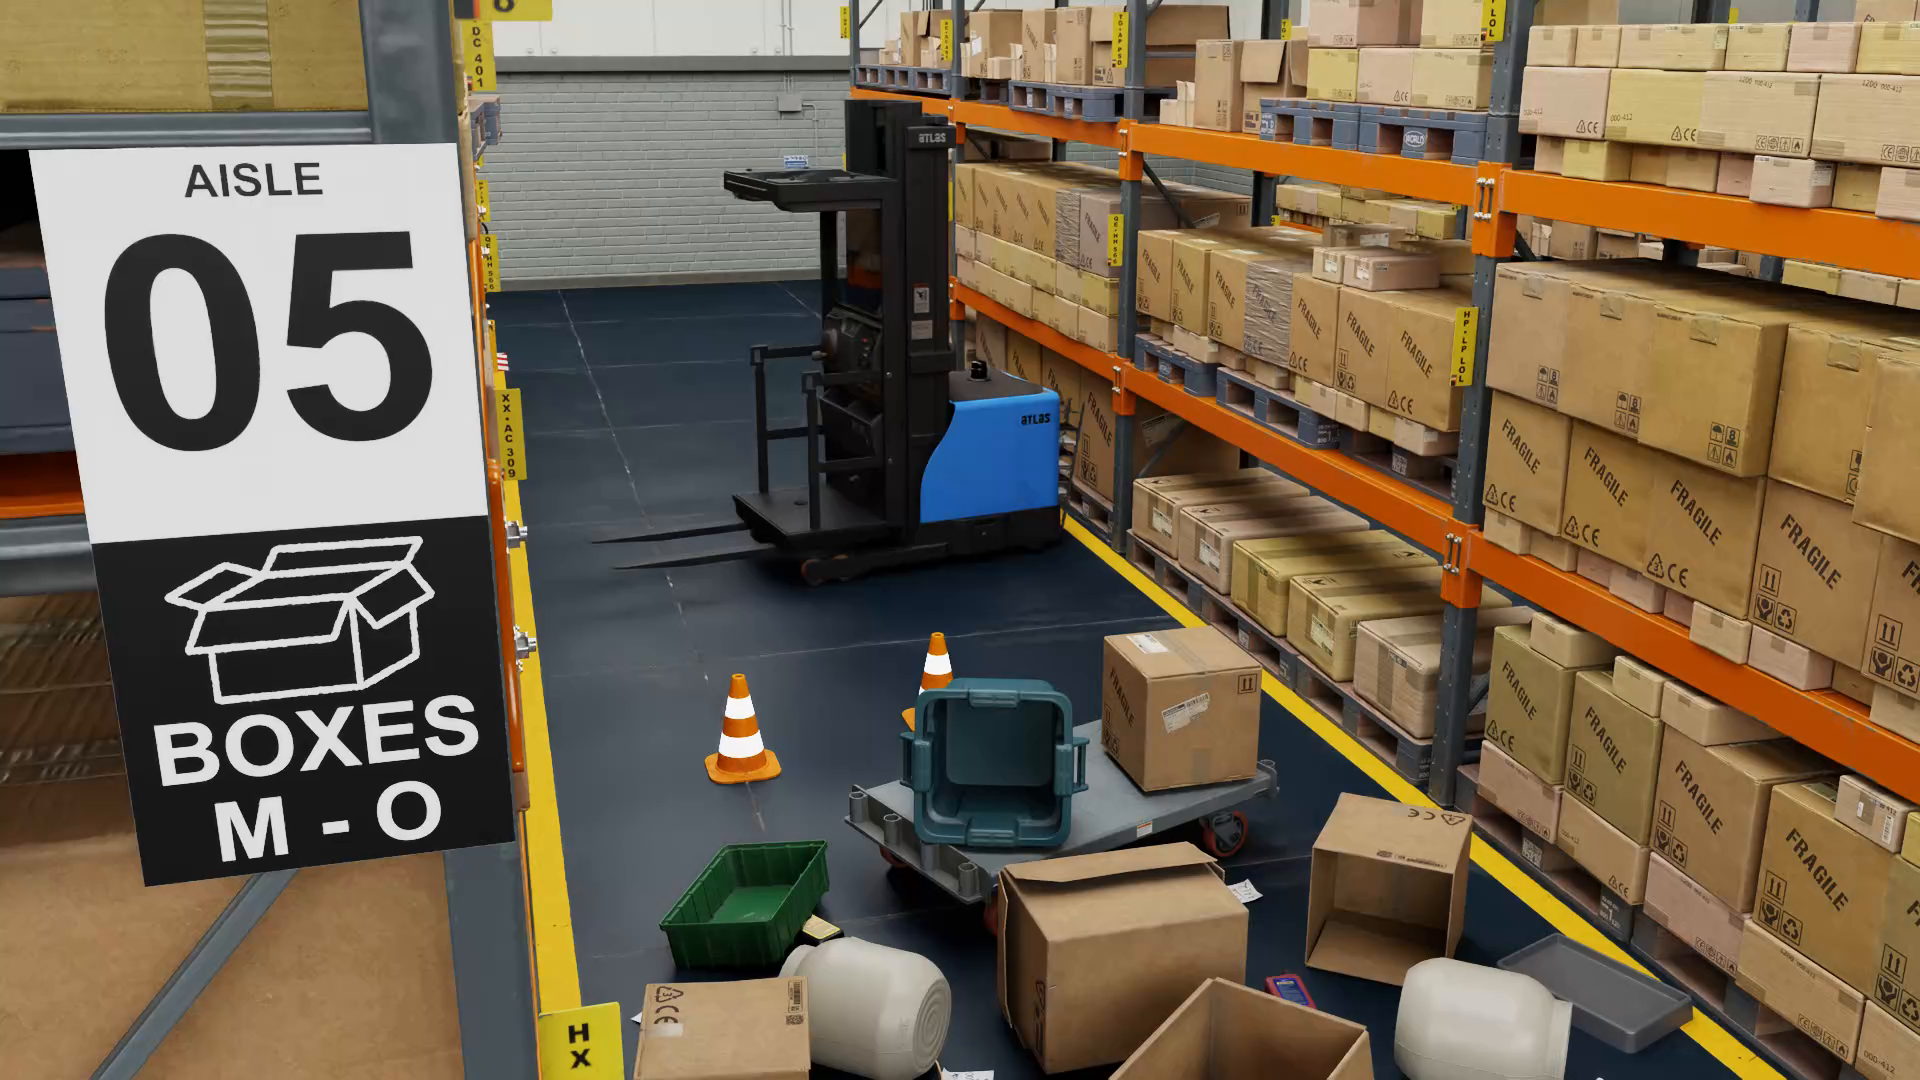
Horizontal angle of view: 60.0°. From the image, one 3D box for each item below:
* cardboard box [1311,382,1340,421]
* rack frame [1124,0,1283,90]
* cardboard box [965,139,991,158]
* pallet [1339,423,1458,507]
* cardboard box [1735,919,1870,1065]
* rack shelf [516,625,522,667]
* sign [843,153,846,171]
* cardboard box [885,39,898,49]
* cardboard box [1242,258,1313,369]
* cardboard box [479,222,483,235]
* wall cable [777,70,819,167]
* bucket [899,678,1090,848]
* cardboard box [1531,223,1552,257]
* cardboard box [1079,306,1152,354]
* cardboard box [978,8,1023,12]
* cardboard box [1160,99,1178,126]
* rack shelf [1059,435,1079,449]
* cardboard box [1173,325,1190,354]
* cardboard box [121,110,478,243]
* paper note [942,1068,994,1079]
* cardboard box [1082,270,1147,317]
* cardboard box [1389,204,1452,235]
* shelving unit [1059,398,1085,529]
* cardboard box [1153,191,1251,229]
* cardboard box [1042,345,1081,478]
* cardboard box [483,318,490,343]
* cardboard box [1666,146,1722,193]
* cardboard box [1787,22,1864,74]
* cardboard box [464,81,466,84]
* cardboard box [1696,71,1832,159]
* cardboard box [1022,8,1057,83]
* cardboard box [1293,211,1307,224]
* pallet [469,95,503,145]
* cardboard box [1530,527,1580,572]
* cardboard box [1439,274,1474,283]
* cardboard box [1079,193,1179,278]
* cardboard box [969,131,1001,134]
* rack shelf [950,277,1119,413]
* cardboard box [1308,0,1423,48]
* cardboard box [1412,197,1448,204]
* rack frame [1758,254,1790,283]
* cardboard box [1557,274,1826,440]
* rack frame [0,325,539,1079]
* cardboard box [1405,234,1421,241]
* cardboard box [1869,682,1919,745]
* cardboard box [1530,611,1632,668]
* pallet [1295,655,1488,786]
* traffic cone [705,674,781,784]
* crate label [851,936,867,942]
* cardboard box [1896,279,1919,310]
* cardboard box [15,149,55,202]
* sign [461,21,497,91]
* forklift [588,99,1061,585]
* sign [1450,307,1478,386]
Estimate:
[{"bbox_3d":[1.979,-0.704,8.287,0.380,0.149,0.250,-5,17,-15],"label":"cardboard box"},{"bbox_3d":[1.521,-4.269,10.021,1.000,3.000,0.127,-5,17,-15],"label":"rack frame"},{"bbox_3d":[0.063,-3.481,14.787,0.380,0.149,0.250,-4,17,-14],"label":"cardboard box"},{"bbox_3d":[2.550,-0.420,7.971,1.003,0.211,1.213,-5,17,-15],"label":"pallet"},{"bbox_3d":[2.955,1.442,5.486,0.500,0.250,0.500,-5,18,-17],"label":"cardboard box"},{"bbox_3d":[-2.661,-0.079,7.750,1.077,0.370,4.000,-5,17,-15],"label":"rack shelf"},{"bbox_3d":[-1.213,-4.019,17.975,0.100,0.325,0.005,-5,17,-15],"label":"sign"},{"bbox_3d":[-0.468,-5.105,17.376,0.500,0.250,0.500,-6,18,-20],"label":"cardboard box"},{"bbox_3d":[1.854,-1.215,8.864,0.500,0.500,0.500,-5,18,-17],"label":"cardboard box"},{"bbox_3d":[-4.451,-2.709,14.564,0.500,0.500,0.500,-5,17,-16],"label":"cardboard box"},{"bbox_3d":[-2.250,-5.668,23.287,0.585,1.953,0.123,-5,17,-15],"label":"wall cable"},{"bbox_3d":[0.143,0.825,6.539,0.726,0.611,0.620,1,7,4],"label":"bucket"},{"bbox_3d":[5.206,-2.618,14.456,0.396,0.266,0.258,-4,17,-13],"label":"cardboard box"},{"bbox_3d":[1.132,-1.443,11.303,0.500,0.250,0.500,-5,18,-17],"label":"cardboard box"},{"bbox_3d":[0.462,-4.415,14.644,0.500,0.500,0.500,-4,17,-14],"label":"cardboard box"},{"bbox_3d":[1.444,-2.611,10.154,0.380,0.149,0.250,-5,17,-15],"label":"cardboard box"},{"bbox_3d":[0.668,-0.681,11.589,0.258,0.077,0.200,2,16,-24],"label":"rack shelf"},{"bbox_3d":[1.508,-1.212,9.979,0.380,0.149,0.250,-6,18,-19],"label":"cardboard box"},{"bbox_3d":[-0.798,-0.449,2.052,0.380,0.149,0.250,-5,17,-15],"label":"cardboard box"},{"bbox_3d":[0.021,1.787,5.464,0.172,0.023,0.155,1,17,4],"label":"paper note"},{"bbox_3d":[1.143,-1.677,11.213,0.500,0.250,0.500,-5,17,-15],"label":"cardboard box"},{"bbox_3d":[4.667,-3.225,16.719,0.500,0.250,0.500,-5,17,-15],"label":"cardboard box"},{"bbox_3d":[0.646,-0.541,11.626,0.258,0.900,0.210,2,16,-24],"label":"shelving unit"},{"bbox_3d":[1.620,-2.078,11.245,0.500,0.500,0.500,-5,18,-17],"label":"cardboard box"},{"bbox_3d":[1.170,-1.024,12.610,0.875,0.875,0.875,-4,17,-15],"label":"cardboard box"},{"bbox_3d":[-2.829,-0.921,9.130,0.500,0.500,0.500,-5,17,-15],"label":"cardboard box"},{"bbox_3d":[2.693,-1.291,5.758,0.380,0.149,0.250,-4,17,-14],"label":"cardboard box"},{"bbox_3d":[2.803,-1.519,5.130,0.380,0.149,0.250,-5,17,-16],"label":"cardboard box"},{"bbox_3d":[-1.284,-0.938,3.679,0.380,0.149,0.250,-5,17,-15],"label":"cardboard box"},{"bbox_3d":[2.754,-1.372,5.334,0.500,0.250,0.500,-5,17,-15],"label":"cardboard box"},{"bbox_3d":[0.758,-3.546,11.925,0.500,0.500,0.500,-5,17,-15],"label":"cardboard box"},{"bbox_3d":[4.035,-3.702,19.000,0.380,0.149,0.250,-4,17,-14],"label":"cardboard box"},{"bbox_3d":[-2.983,-2.149,8.505,1.213,0.211,1.003,-4,17,-13],"label":"pallet"},{"bbox_3d":[2.518,0.009,6.644,0.380,0.149,0.250,-4,17,-14],"label":"cardboard box"},{"bbox_3d":[2.506,-1.109,8.511,0.500,0.500,0.500,-5,17,-16],"label":"cardboard box"},{"bbox_3d":[1.127,-2.045,11.133,0.500,0.500,0.500,-5,17,-17],"label":"cardboard box"},{"bbox_3d":[0.184,-3.870,16.083,0.380,0.149,0.250,-5,17,-15],"label":"cardboard box"},{"bbox_3d":[0.971,-1.604,12.830,1.077,0.370,4.000,-5,17,-15],"label":"rack shelf"},{"bbox_3d":[2.037,-2.525,8.093,0.500,0.250,0.500,-4,17,-14],"label":"cardboard box"},{"bbox_3d":[5.040,-3.758,17.190,0.500,0.500,0.500,-5,17,-17],"label":"cardboard box"},{"bbox_3d":[6.292,-1.789,12.194,1.000,3.000,0.127,-5,17,-15],"label":"rack frame"},{"bbox_3d":[2.652,-0.677,6.062,0.700,0.500,0.500,-5,17,-15],"label":"cardboard box"},{"bbox_3d":[-1.012,1.236,2.122,1.000,3.000,0.127,-5,17,-15],"label":"rack frame"},{"bbox_3d":[4.676,-2.984,16.608,0.380,0.149,0.250,-4,17,-14],"label":"cardboard box"},{"bbox_3d":[2.992,0.503,5.001,0.380,0.149,0.250,-5,17,-16],"label":"cardboard box"},{"bbox_3d":[2.499,0.381,6.590,0.380,0.149,0.250,-4,17,-14],"label":"cardboard box"},{"bbox_3d":[2.405,0.831,8.319,1.003,0.211,1.213,-5,17,-15],"label":"pallet"},{"bbox_3d":[-1.028,0.855,7.802,0.336,0.463,0.334,-5,17,-15],"label":"traffic cone"},{"bbox_3d":[-0.387,1.559,6.023,0.250,0.136,0.298,11,20,32],"label":"crate label"},{"bbox_3d":[6.442,-1.530,10.723,0.500,0.250,0.500,-5,17,-17],"label":"cardboard box"},{"bbox_3d":[-1.638,-0.605,2.570,0.380,0.149,0.250,-5,17,-15],"label":"cardboard box"},{"bbox_3d":[-1.578,-1.636,5.435,0.100,0.325,0.005,-5,17,-15],"label":"sign"},{"bbox_3d":[-0.880,-1.291,10.656,3.031,2.935,1.130,-8,18,-24],"label":"forklift"},{"bbox_3d":[2.087,-0.799,6.885,0.100,0.325,0.005,-5,17,-15],"label":"sign"}]
